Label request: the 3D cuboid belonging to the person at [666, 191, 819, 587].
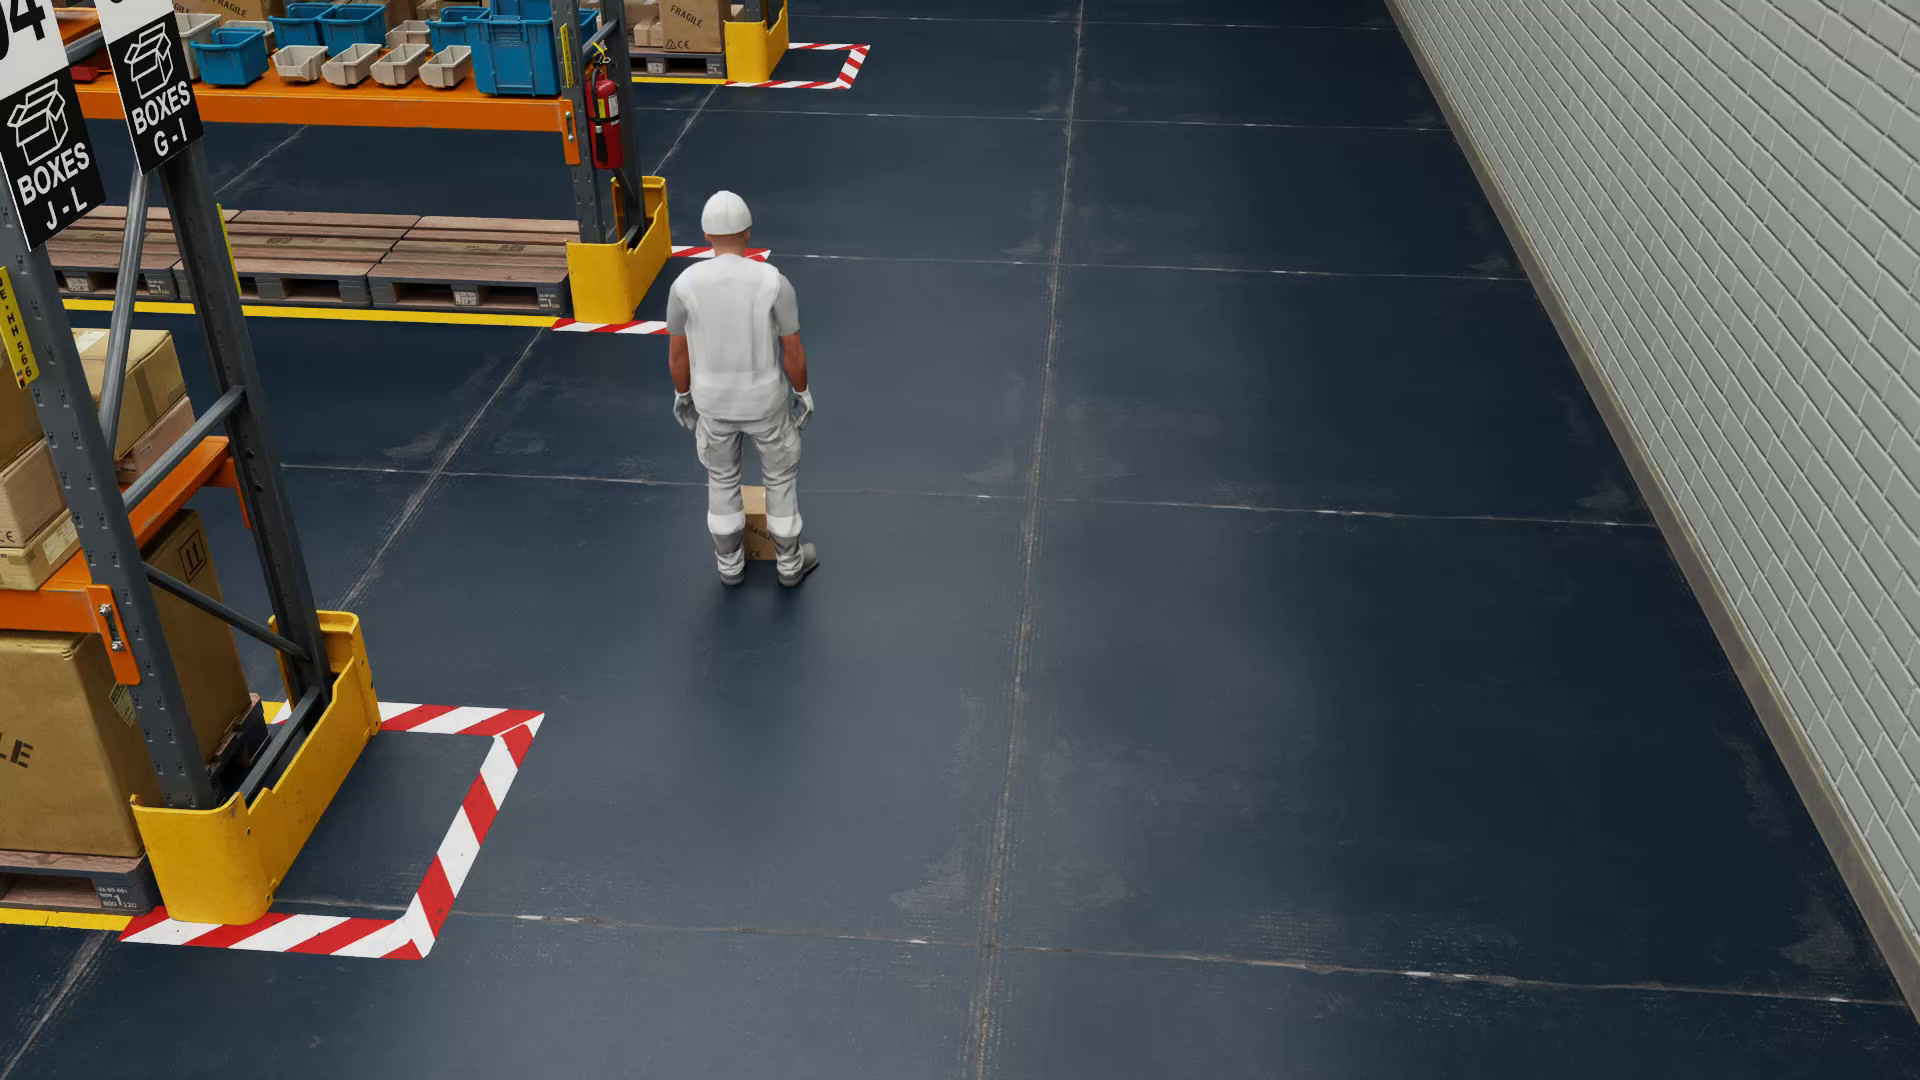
[{"bbox_3d":[-0.927,-0.609,7.110,0.604,1.777,0.453,1,32,2],"label":"person"}]
